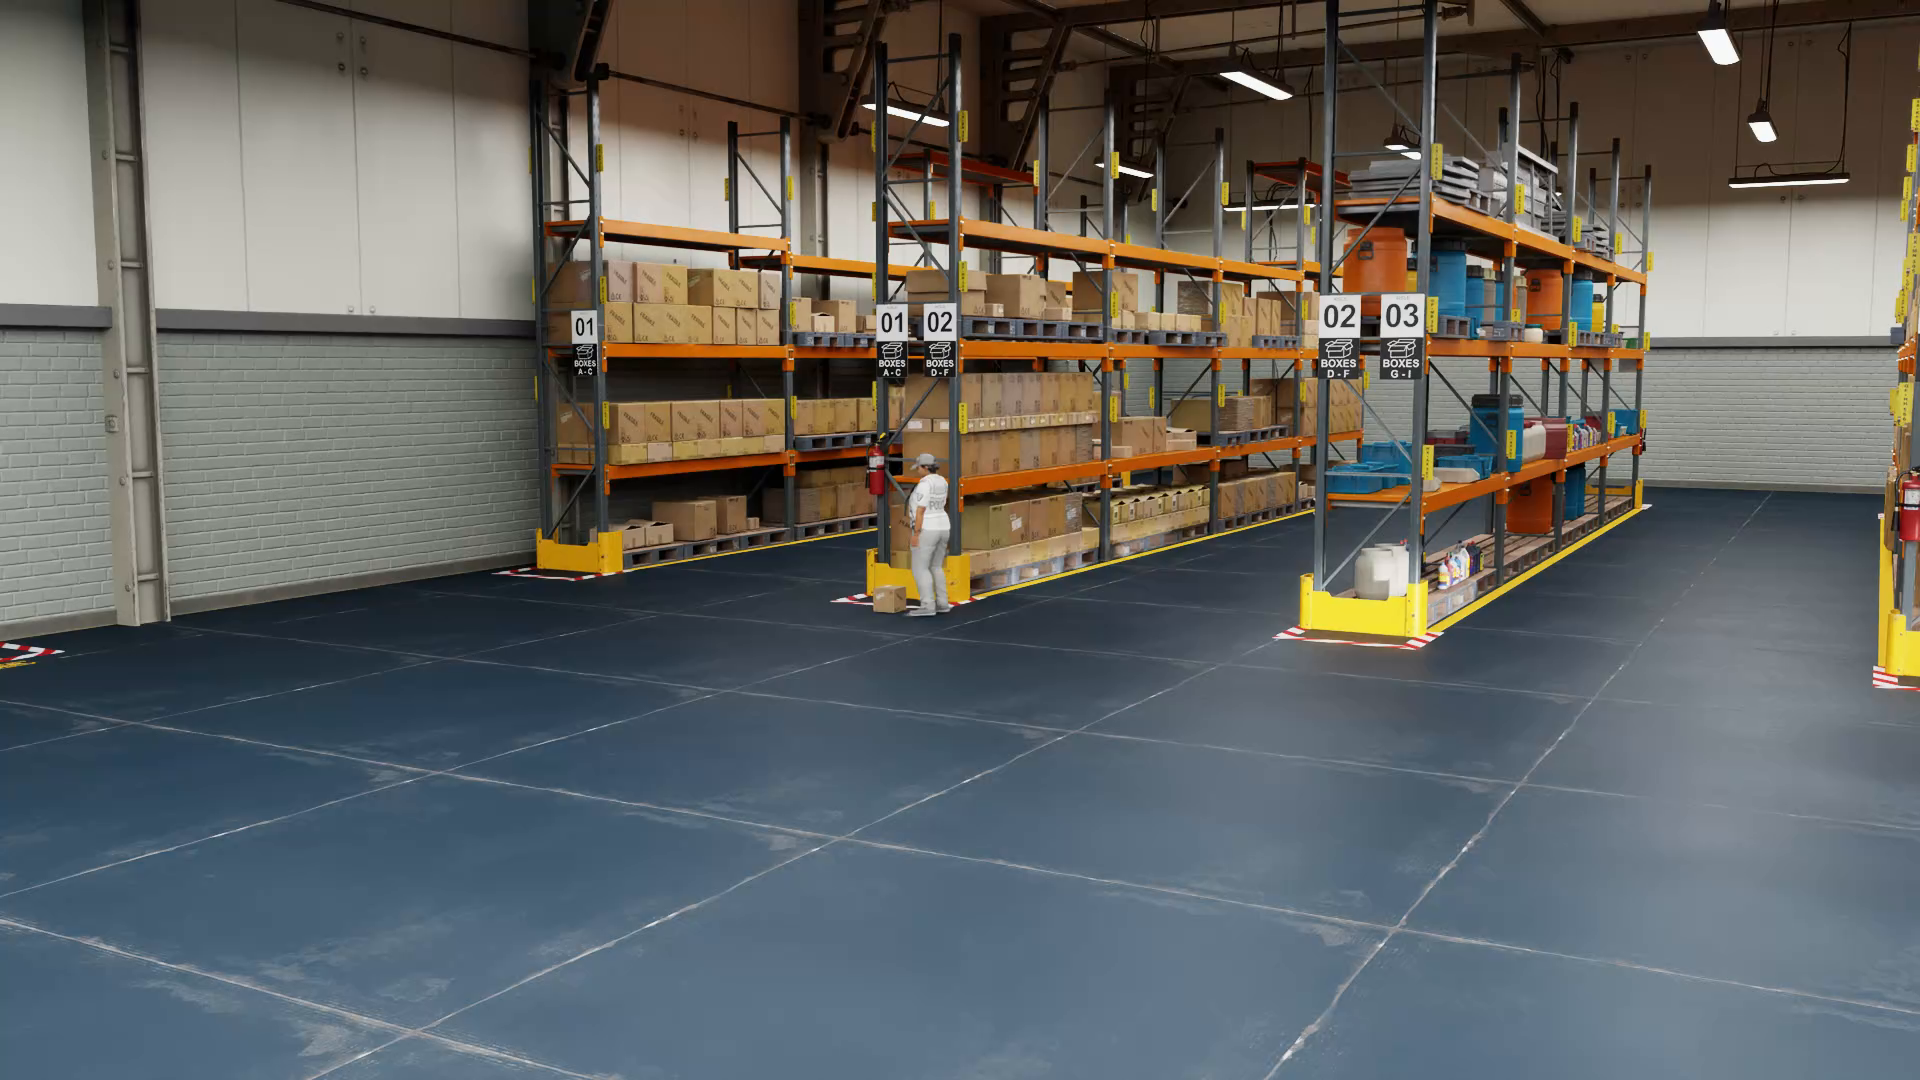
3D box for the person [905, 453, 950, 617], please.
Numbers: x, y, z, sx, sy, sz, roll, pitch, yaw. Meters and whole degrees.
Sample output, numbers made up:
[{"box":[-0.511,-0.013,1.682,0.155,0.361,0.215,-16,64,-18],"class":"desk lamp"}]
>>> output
[{"box":[-0.322,-0.054,16.949,0.382,1.657,0.473,3,7,30],"class":"person"}]
